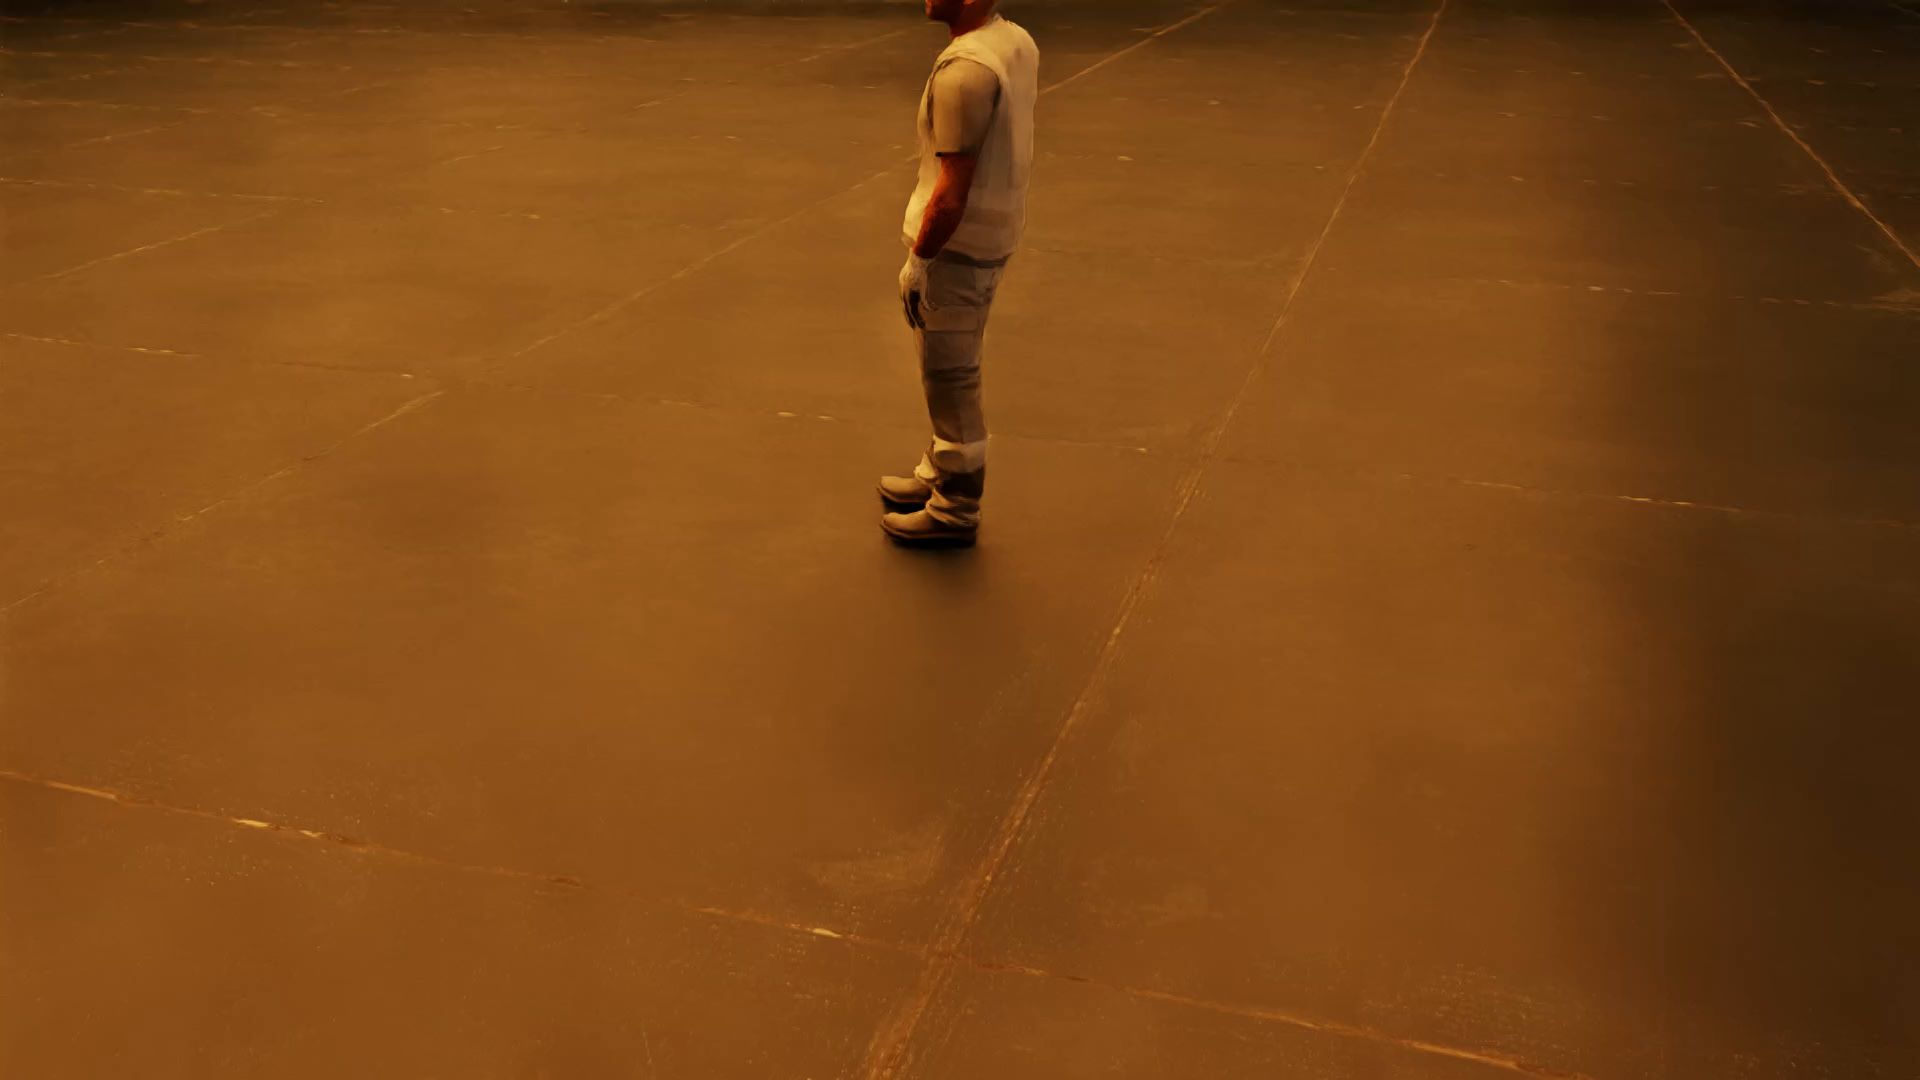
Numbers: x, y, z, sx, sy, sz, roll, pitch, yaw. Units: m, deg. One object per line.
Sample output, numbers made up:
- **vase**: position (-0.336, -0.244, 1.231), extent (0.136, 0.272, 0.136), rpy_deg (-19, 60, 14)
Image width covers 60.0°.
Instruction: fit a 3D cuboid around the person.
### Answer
- **person**: position (-0.073, -0.847, 4.808), extent (0.563, 1.787, 0.637), rpy_deg (7, 23, 16)
